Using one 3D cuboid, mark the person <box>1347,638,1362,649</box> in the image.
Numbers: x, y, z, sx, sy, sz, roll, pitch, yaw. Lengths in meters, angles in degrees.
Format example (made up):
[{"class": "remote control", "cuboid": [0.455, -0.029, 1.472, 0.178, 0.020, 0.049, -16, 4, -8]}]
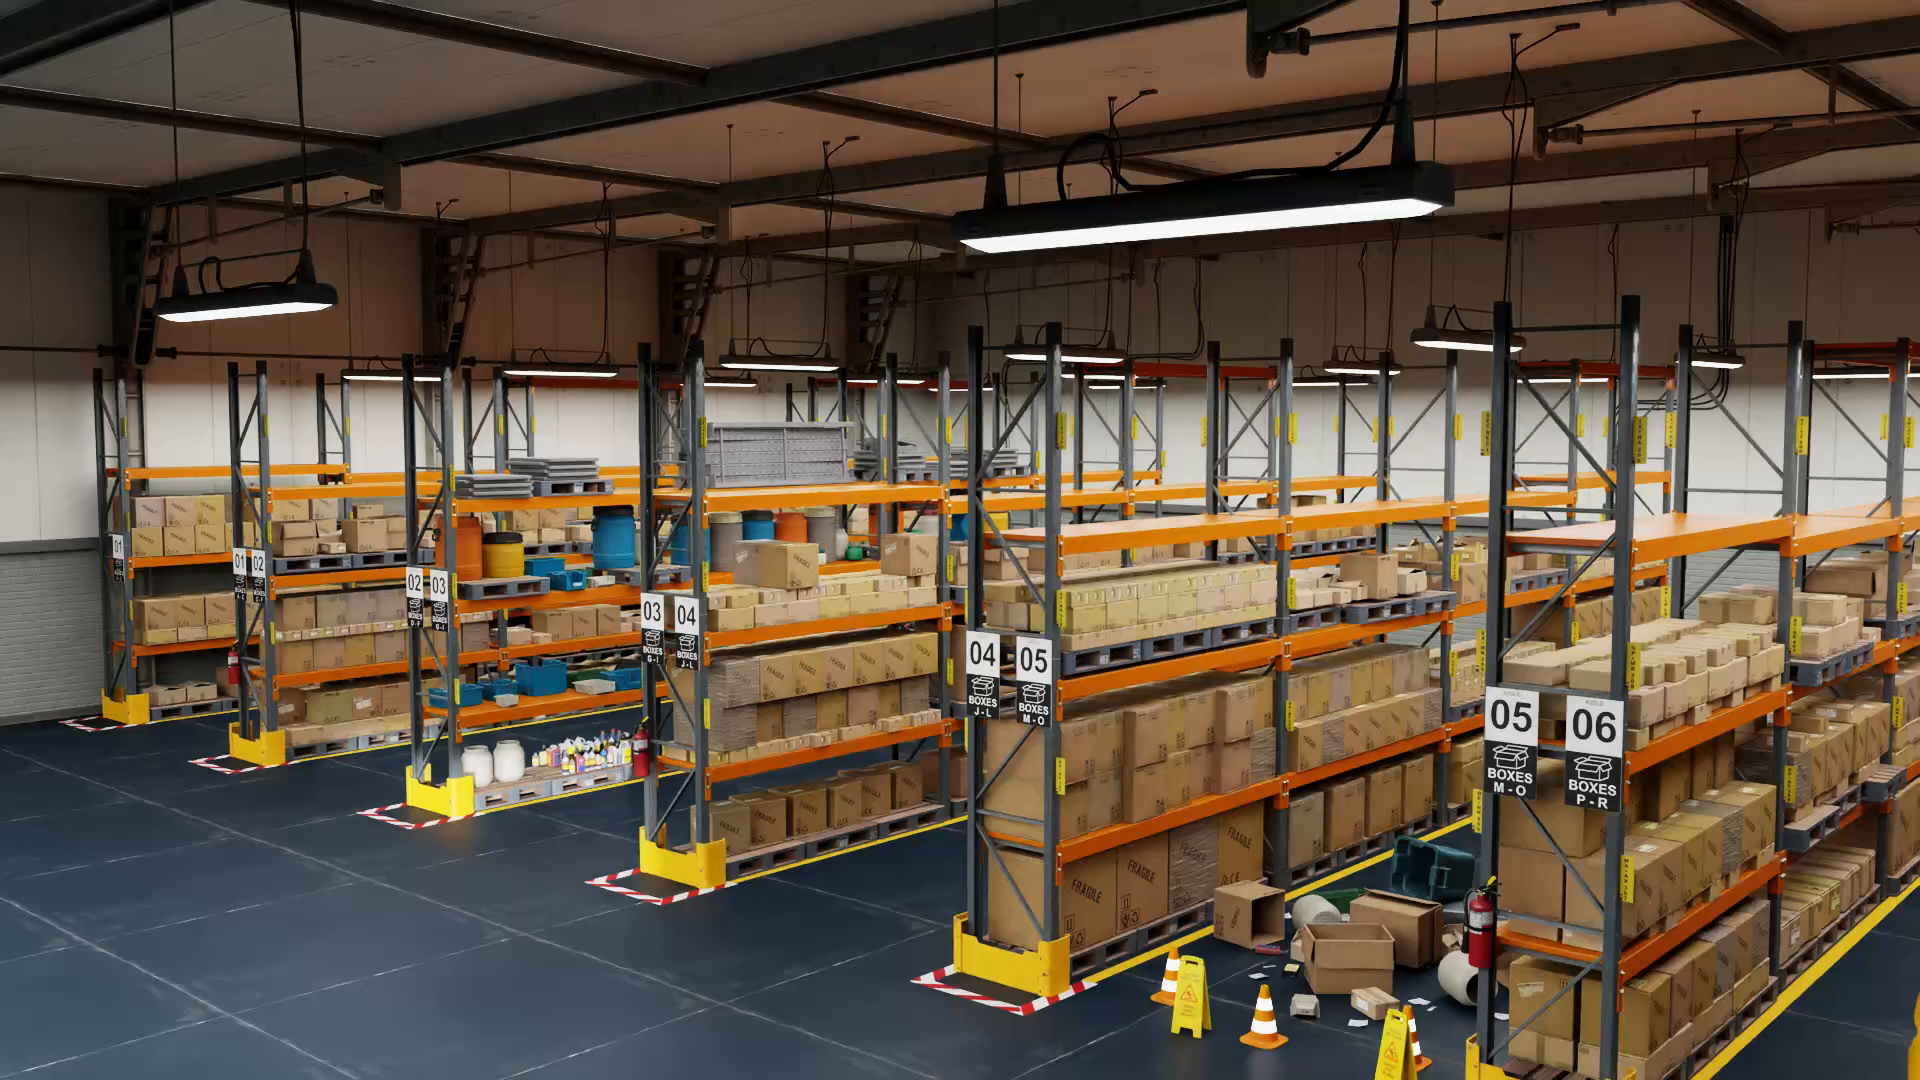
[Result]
[{"class": "person", "cuboid": [6.421, 2.369, 27.126, 0.446, 1.595, 0.988, 4, 5, 40]}]
